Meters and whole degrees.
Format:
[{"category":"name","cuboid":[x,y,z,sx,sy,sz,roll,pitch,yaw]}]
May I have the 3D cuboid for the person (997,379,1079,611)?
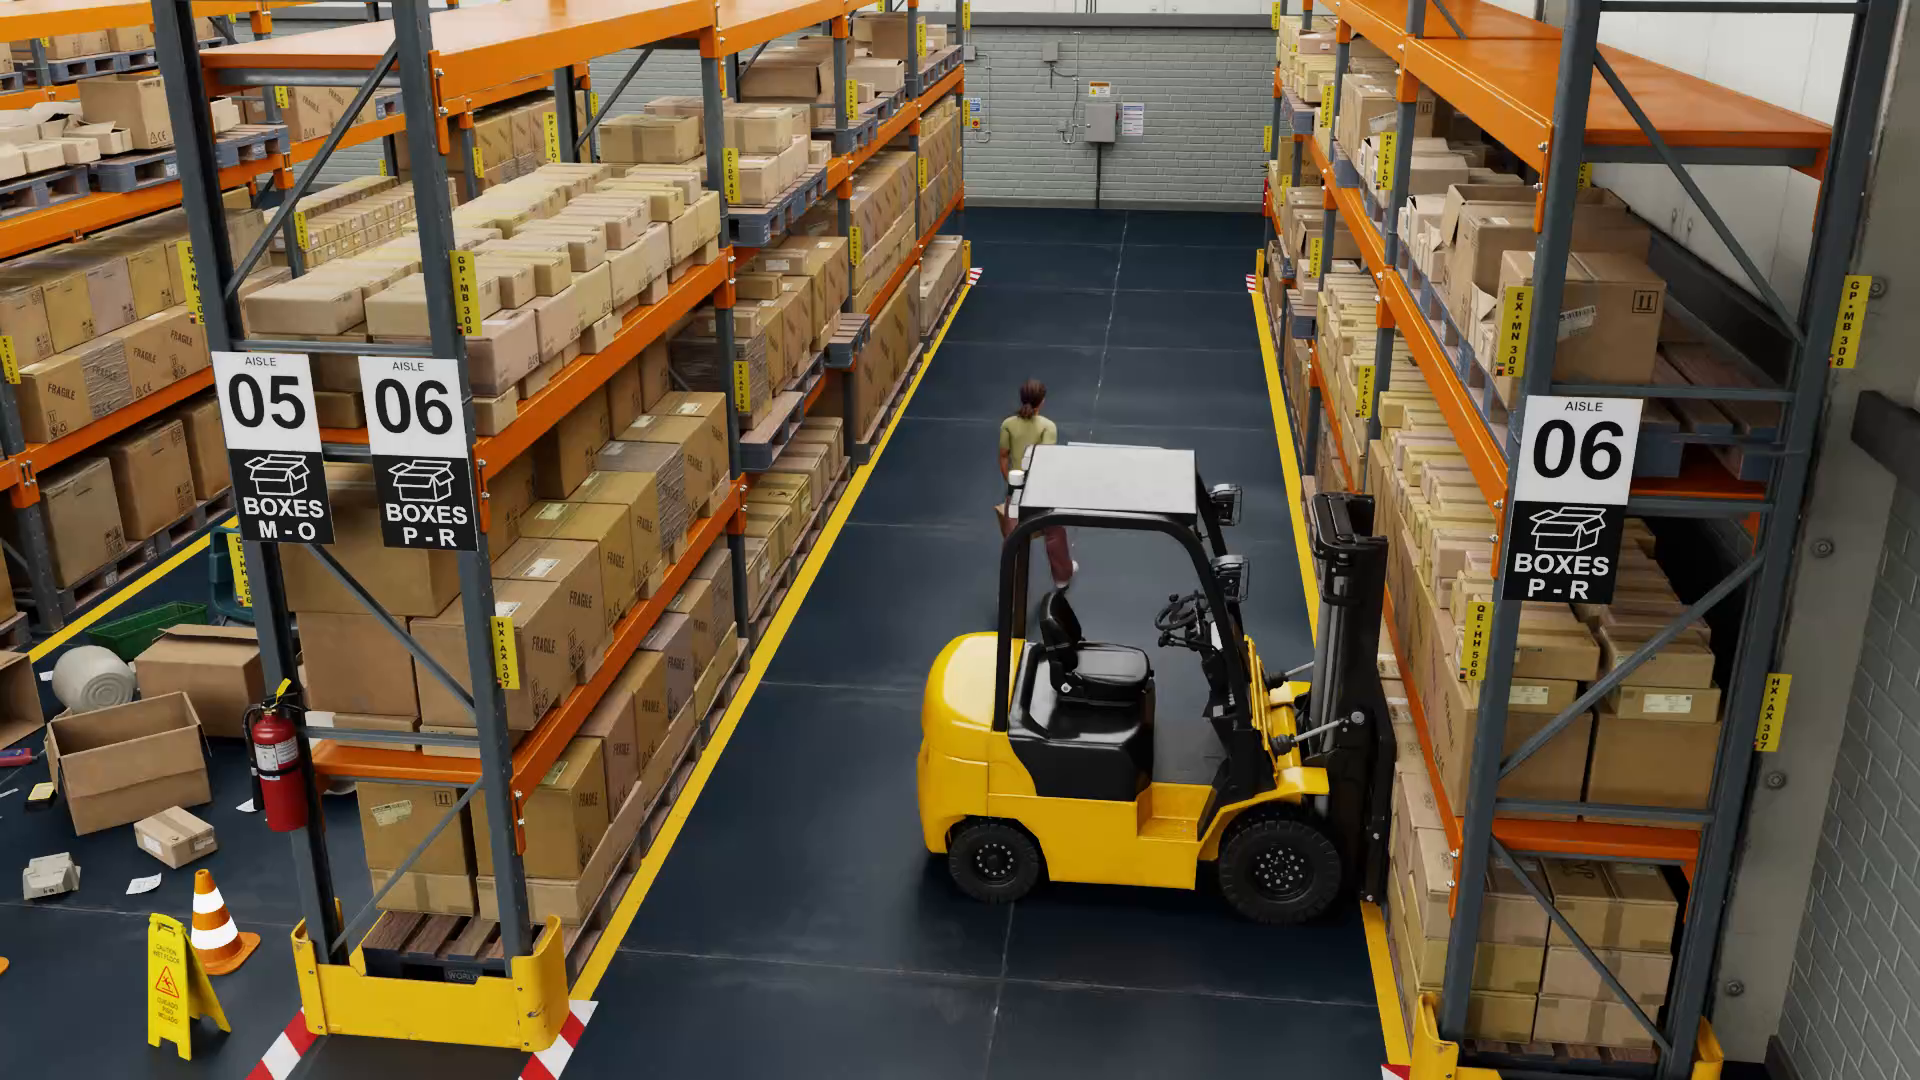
[{"category":"person","cuboid":[0.530,-0.370,12.039,0.499,1.631,0.864,8,23,19]}]
